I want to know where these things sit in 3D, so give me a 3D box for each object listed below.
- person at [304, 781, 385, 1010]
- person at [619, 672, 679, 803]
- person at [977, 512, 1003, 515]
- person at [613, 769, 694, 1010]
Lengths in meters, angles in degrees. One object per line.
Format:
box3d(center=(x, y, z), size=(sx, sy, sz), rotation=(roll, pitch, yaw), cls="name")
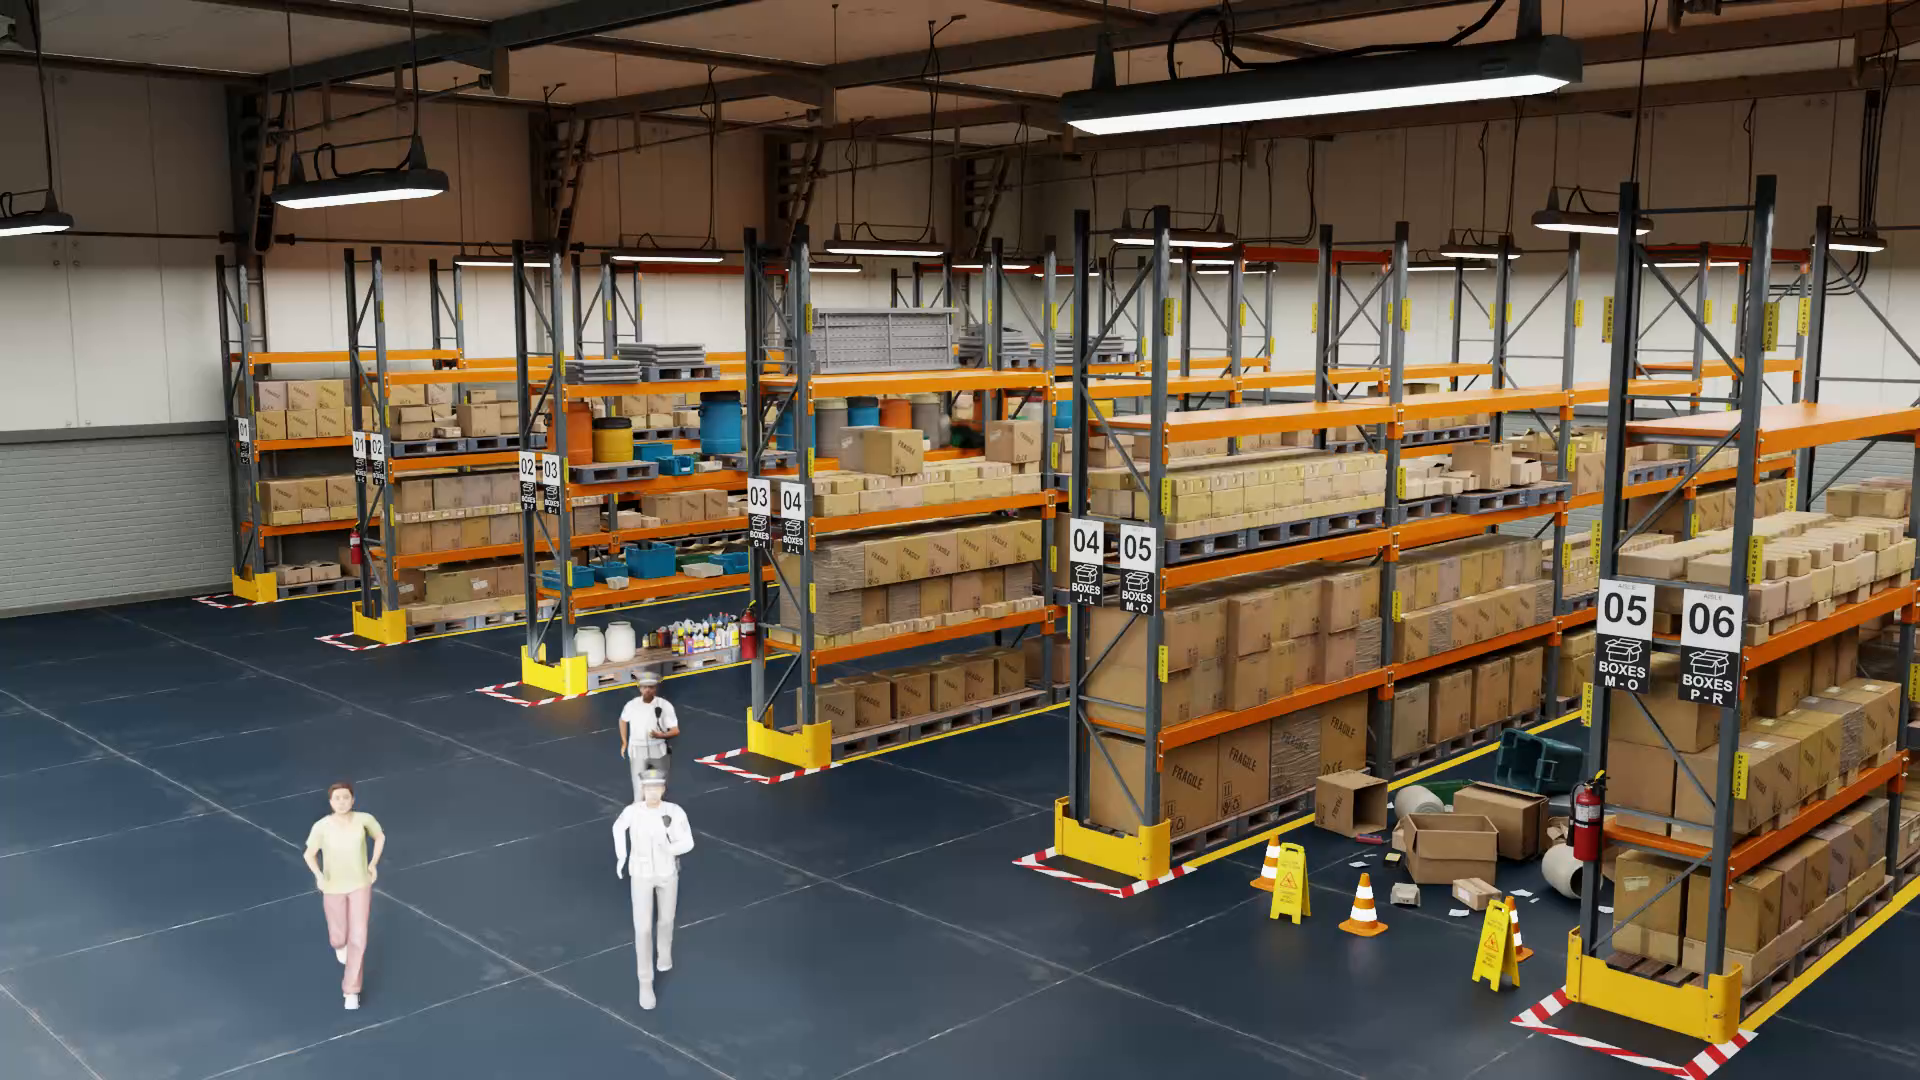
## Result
box3d(center=(-4.603, 2.609, 12.499), size=(0.579, 1.654, 0.791), rotation=(-3, 9, -22), cls="person")
box3d(center=(-2.958, 2.074, 15.847), size=(0.570, 1.701, 0.926), rotation=(-1, 8, -9), cls="person")
box3d(center=(0.584, -0.287, 32.168), size=(0.710, 1.754, 1.054), rotation=(5, 9, 31), cls="person")
box3d(center=(-2.304, 2.557, 12.546), size=(0.587, 1.741, 0.791), rotation=(-2, 8, -12), cls="person")
